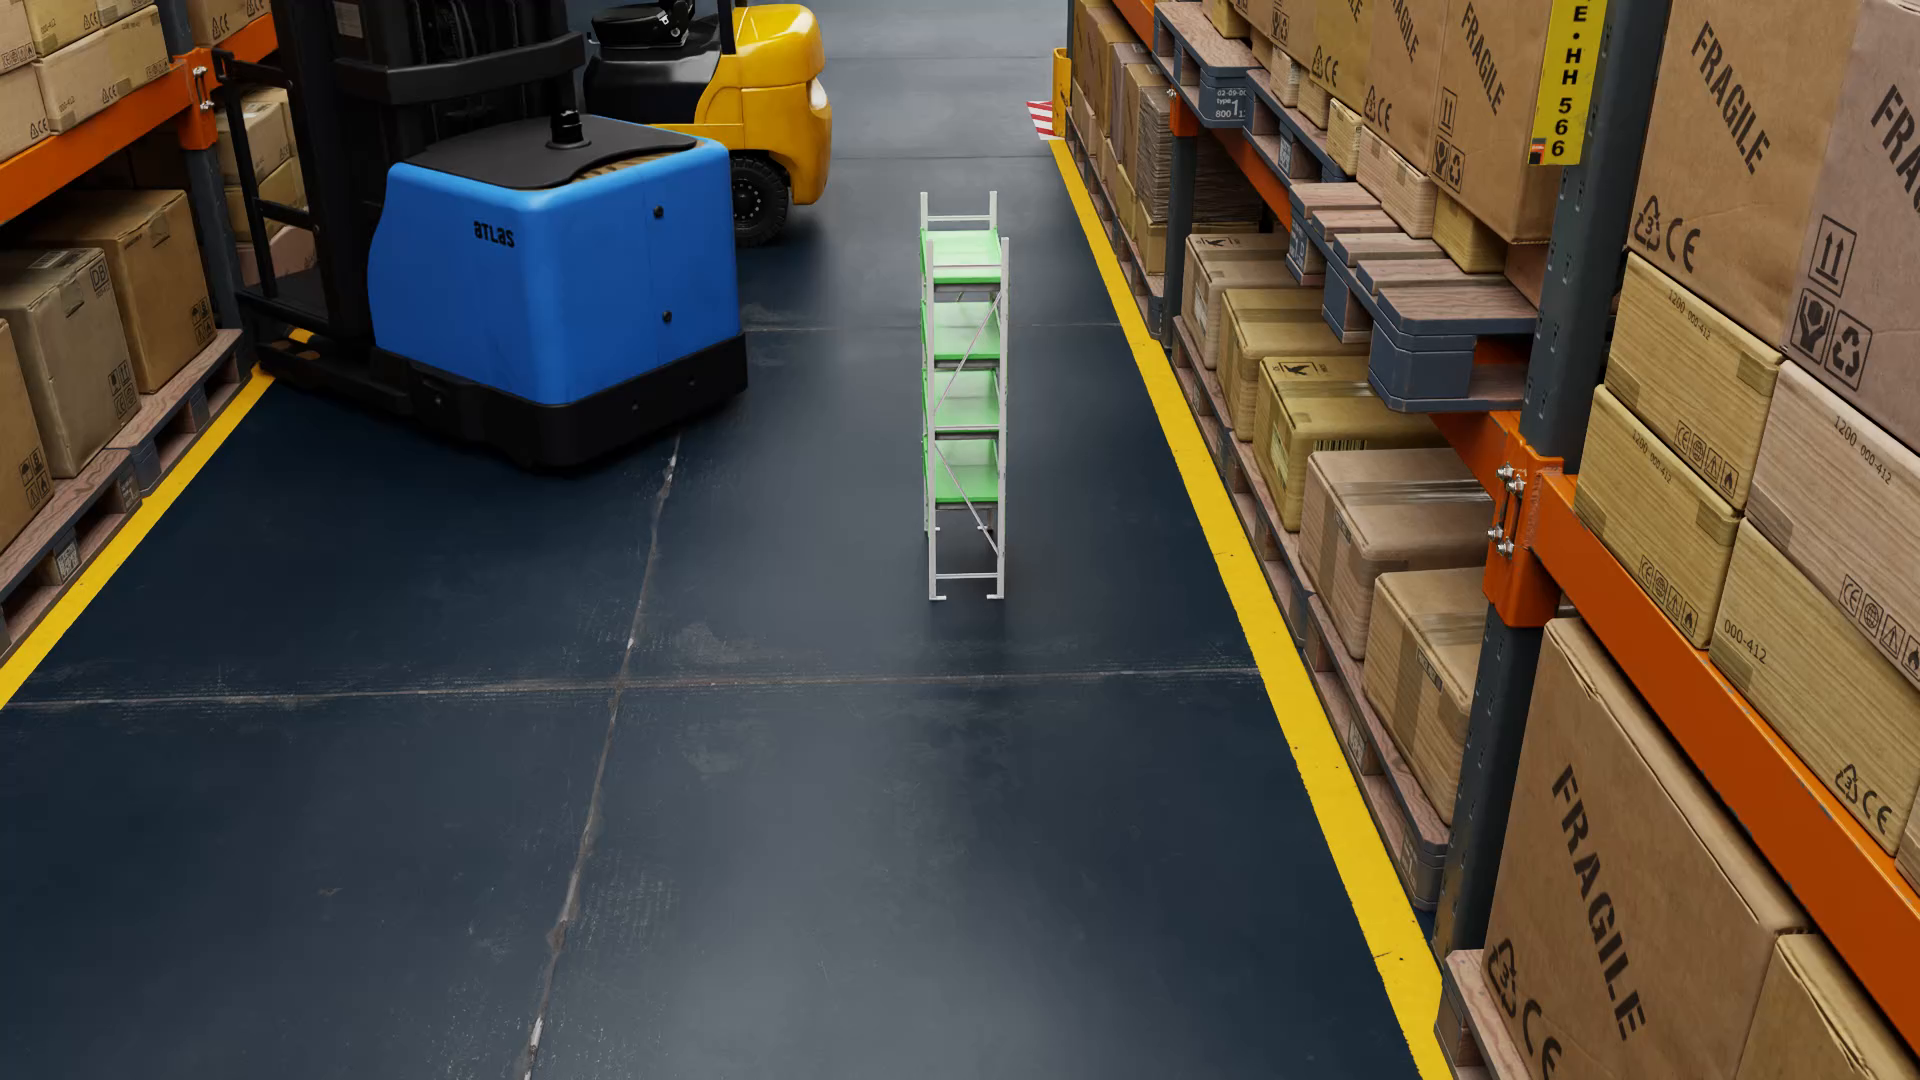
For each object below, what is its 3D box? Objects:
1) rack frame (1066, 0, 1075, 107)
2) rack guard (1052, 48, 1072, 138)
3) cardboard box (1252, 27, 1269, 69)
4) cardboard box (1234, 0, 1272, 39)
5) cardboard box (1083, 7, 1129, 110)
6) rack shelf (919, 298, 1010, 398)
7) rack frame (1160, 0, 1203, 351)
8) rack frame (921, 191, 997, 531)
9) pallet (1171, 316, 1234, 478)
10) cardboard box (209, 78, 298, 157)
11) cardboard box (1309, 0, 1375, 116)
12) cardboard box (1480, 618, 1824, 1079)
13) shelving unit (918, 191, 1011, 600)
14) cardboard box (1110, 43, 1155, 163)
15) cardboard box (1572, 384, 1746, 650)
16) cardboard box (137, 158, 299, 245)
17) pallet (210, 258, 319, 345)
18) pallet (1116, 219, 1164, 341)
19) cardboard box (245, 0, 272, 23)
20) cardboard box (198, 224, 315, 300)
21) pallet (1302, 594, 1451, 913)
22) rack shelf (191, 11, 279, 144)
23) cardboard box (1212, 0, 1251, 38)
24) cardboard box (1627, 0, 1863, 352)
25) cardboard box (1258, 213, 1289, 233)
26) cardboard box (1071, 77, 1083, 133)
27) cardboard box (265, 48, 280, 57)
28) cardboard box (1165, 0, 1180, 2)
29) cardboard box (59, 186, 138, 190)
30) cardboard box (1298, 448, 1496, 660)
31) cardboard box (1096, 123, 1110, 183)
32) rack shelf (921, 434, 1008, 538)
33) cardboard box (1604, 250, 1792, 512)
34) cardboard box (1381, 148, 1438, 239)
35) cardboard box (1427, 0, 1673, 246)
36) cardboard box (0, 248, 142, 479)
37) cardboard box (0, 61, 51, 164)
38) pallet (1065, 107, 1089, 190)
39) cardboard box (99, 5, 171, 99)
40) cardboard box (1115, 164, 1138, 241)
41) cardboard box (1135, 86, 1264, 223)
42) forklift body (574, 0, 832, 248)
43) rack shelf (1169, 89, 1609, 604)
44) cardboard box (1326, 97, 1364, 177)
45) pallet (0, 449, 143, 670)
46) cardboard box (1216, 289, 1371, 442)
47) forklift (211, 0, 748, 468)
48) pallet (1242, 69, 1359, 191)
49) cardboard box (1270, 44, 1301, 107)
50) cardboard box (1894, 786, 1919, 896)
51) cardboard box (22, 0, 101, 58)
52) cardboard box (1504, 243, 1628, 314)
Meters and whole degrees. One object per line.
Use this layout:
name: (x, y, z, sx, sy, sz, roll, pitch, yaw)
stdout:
rack frame: (1.191, -4.051, 10.274, 1.000, 3.000, 0.127, -1, 28, -3)
rack guard: (1.195, -2.908, 10.785, 1.175, 0.500, 0.348, -1, 28, -3)
cardboard box: (1.181, -1.652, 5.491, 0.380, 0.149, 0.250, -1, 28, -2)
cardboard box: (1.177, -1.883, 5.233, 0.500, 0.500, 0.500, -2, 28, -3)
cardboard box: (0.991, -2.720, 9.429, 0.500, 0.500, 0.500, -2, 28, -5)
rack shelf: (0.009, -0.612, 5.245, 0.258, 0.148, 0.480, -1, 28, -3)
rack frame: (1.400, -2.204, 6.733, 1.000, 3.000, 0.127, -1, 28, -3)
rack frame: (-0.004, -0.568, 5.542, 0.240, 1.200, 0.015, -1, 28, -3)
pallet: (1.442, -0.608, 6.688, 1.003, 0.211, 1.213, -1, 28, -3)
cardboard box: (-3.285, -1.960, 7.703, 0.500, 0.250, 0.500, -1, 28, -3)
cardboard box: (1.242, -1.394, 4.296, 0.500, 0.500, 0.500, -3, 28, -6)
cardboard box: (1.562, 0.720, 2.970, 0.875, 0.875, 0.875, -2, 28, -3)
shelving unit: (0.009, -0.456, 5.326, 0.258, 1.200, 0.503, -1, 28, -3)
cardboard box: (1.045, -2.241, 8.511, 0.500, 0.500, 0.500, 0, 28, 0)
cardboard box: (1.383, -0.058, 2.780, 0.500, 0.250, 0.500, -2, 28, -4)
cardboard box: (-3.273, -1.502, 7.365, 0.500, 0.250, 0.500, -2, 28, -3)
pallet: (-3.556, -1.215, 7.850, 1.003, 0.211, 1.213, -1, 28, -3)
pallet: (1.330, -1.277, 7.970, 1.003, 0.211, 1.213, -1, 28, -3)
cardboard box: (-3.363, -2.578, 7.342, 0.500, 0.500, 0.500, -1, 28, -2)
cardboard box: (-3.251, -1.281, 7.482, 0.500, 0.250, 0.500, -1, 28, -2)
pallet: (1.570, 0.518, 4.528, 1.003, 0.211, 1.213, -1, 28, -3)
rack shelf: (-3.661, -2.687, 8.437, 1.077, 0.370, 4.000, -1, 28, -3)
cardboard box: (1.118, -1.901, 5.968, 0.380, 0.149, 0.250, -1, 28, -2)
cardboard box: (1.391, -0.611, 2.488, 0.500, 0.500, 0.500, -2, 28, -4)
cardboard box: (1.639, -1.450, 7.806, 0.500, 0.250, 0.500, -3, 28, -5)
cardboard box: (0.957, -2.639, 10.086, 0.500, 0.250, 0.500, -2, 28, -3)
cardboard box: (-3.342, -2.432, 8.608, 0.500, 0.250, 0.500, -2, 28, -4)
cardboard box: (1.079, -2.234, 7.061, 0.380, 0.149, 0.250, -2, 28, -3)
cardboard box: (-3.786, -1.491, 7.344, 0.500, 0.250, 0.500, -2, 28, -4)
cardboard box: (1.543, 0.020, 4.855, 0.950, 0.372, 0.625, -2, 28, -4)
cardboard box: (1.018, -2.152, 9.151, 0.500, 0.250, 0.500, 0, 28, 1)
rack shelf: (0.009, -0.186, 5.466, 0.258, 0.148, 0.480, -1, 28, -3)
cardboard box: (1.389, -0.272, 2.650, 0.500, 0.250, 0.500, -2, 28, -3)
cardboard box: (1.213, -0.815, 3.886, 0.380, 0.149, 0.250, -2, 28, -3)
cardboard box: (1.308, -0.923, 3.391, 0.500, 0.500, 0.500, -2, 28, -4)
cardboard box: (-3.485, -0.617, 5.803, 0.875, 0.625, 0.625, -2, 28, -3)
cardboard box: (-3.242, -1.328, 5.214, 0.500, 0.250, 0.500, -1, 28, -2)
pallet: (1.203, -2.404, 10.131, 1.003, 0.211, 1.213, -1, 28, -3)
cardboard box: (-3.269, -1.790, 6.100, 0.500, 0.250, 0.500, -1, 28, -1)
cardboard box: (1.063, -1.683, 8.253, 0.500, 0.250, 0.500, -2, 28, -4)
cardboard box: (1.101, -1.771, 7.609, 0.500, 0.500, 0.500, -2, 28, -3)
forklift body: (-1.844, -2.722, 8.643, 2.313, 2.155, 1.214, -1, 28, -3)
rack shelf: (1.505, -0.962, 5.128, 1.077, 0.370, 4.000, -1, 28, -3)
cardboard box: (1.179, -1.058, 4.353, 0.380, 0.149, 0.250, -1, 28, -2)
pallet: (-3.412, 0.058, 5.411, 1.003, 0.211, 1.213, -1, 28, -3)
cardboard box: (1.471, -0.651, 6.142, 0.950, 0.372, 0.625, 0, 28, 1)
forklift: (-2.350, -2.098, 6.604, 3.031, 2.935, 1.130, 19, 33, 32)
pallet: (1.465, -1.185, 4.986, 1.003, 0.211, 1.213, -1, 28, -3)
cardboard box: (1.154, -1.414, 5.034, 0.380, 0.149, 0.250, 0, 28, -1)
cardboard box: (1.449, 0.421, 1.862, 0.500, 0.250, 0.500, 0, 28, -1)
cardboard box: (-3.241, -1.780, 5.540, 0.500, 0.250, 0.500, -2, 28, -4)
cardboard box: (1.357, -0.577, 3.431, 0.380, 0.149, 0.250, 0, 28, -1)
